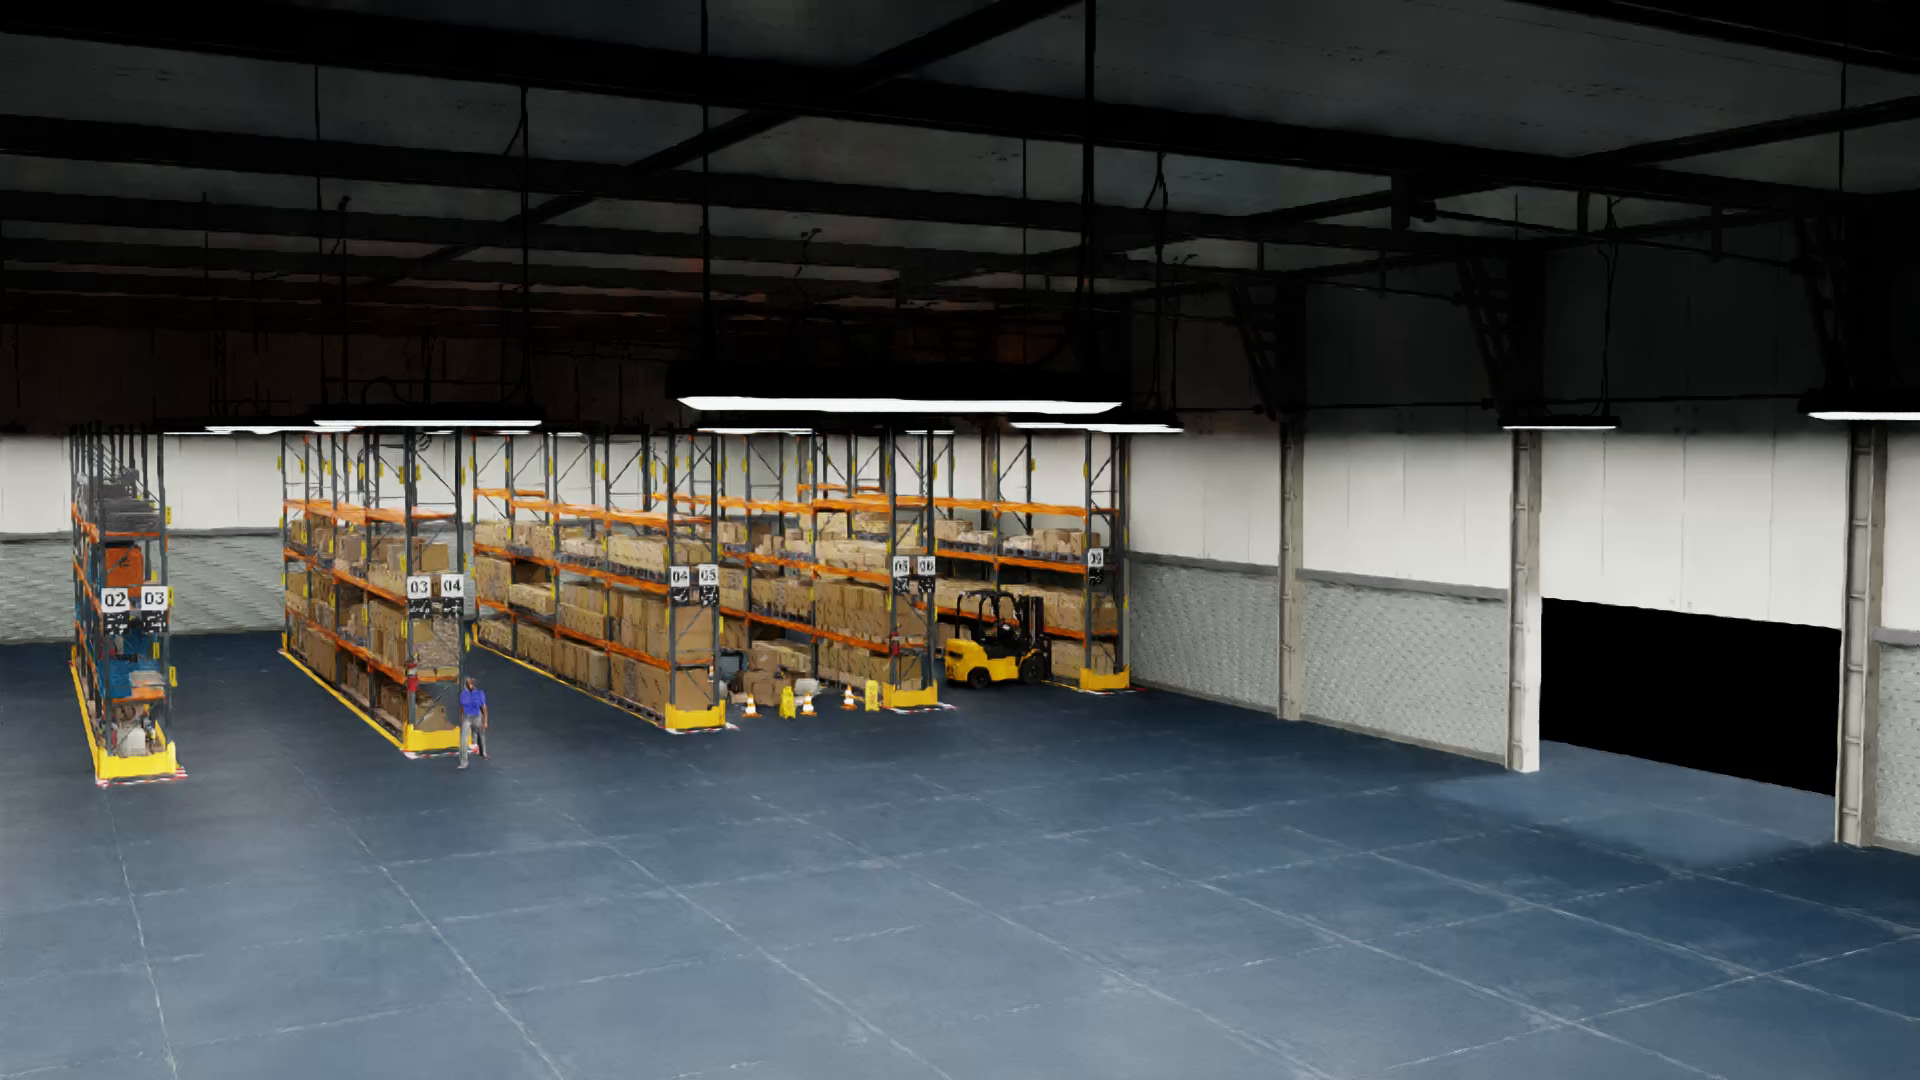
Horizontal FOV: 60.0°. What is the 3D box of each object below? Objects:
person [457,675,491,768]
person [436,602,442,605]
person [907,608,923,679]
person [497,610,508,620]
[{"bbox_3d":[-8.485,3.130,28.999,0.502,1.593,0.944,0,4,-8],"label":"person"},{"bbox_3d":[-13.800,2.185,44.193,0.495,1.577,1.086,-2,4,-27],"label":"person"},{"bbox_3d":[-1.055,2.443,39.375,0.507,1.673,0.492,2,4,32],"label":"person"},{"bbox_3d":[-13.558,1.817,49.456,0.489,1.717,0.718,1,4,15],"label":"person"}]
